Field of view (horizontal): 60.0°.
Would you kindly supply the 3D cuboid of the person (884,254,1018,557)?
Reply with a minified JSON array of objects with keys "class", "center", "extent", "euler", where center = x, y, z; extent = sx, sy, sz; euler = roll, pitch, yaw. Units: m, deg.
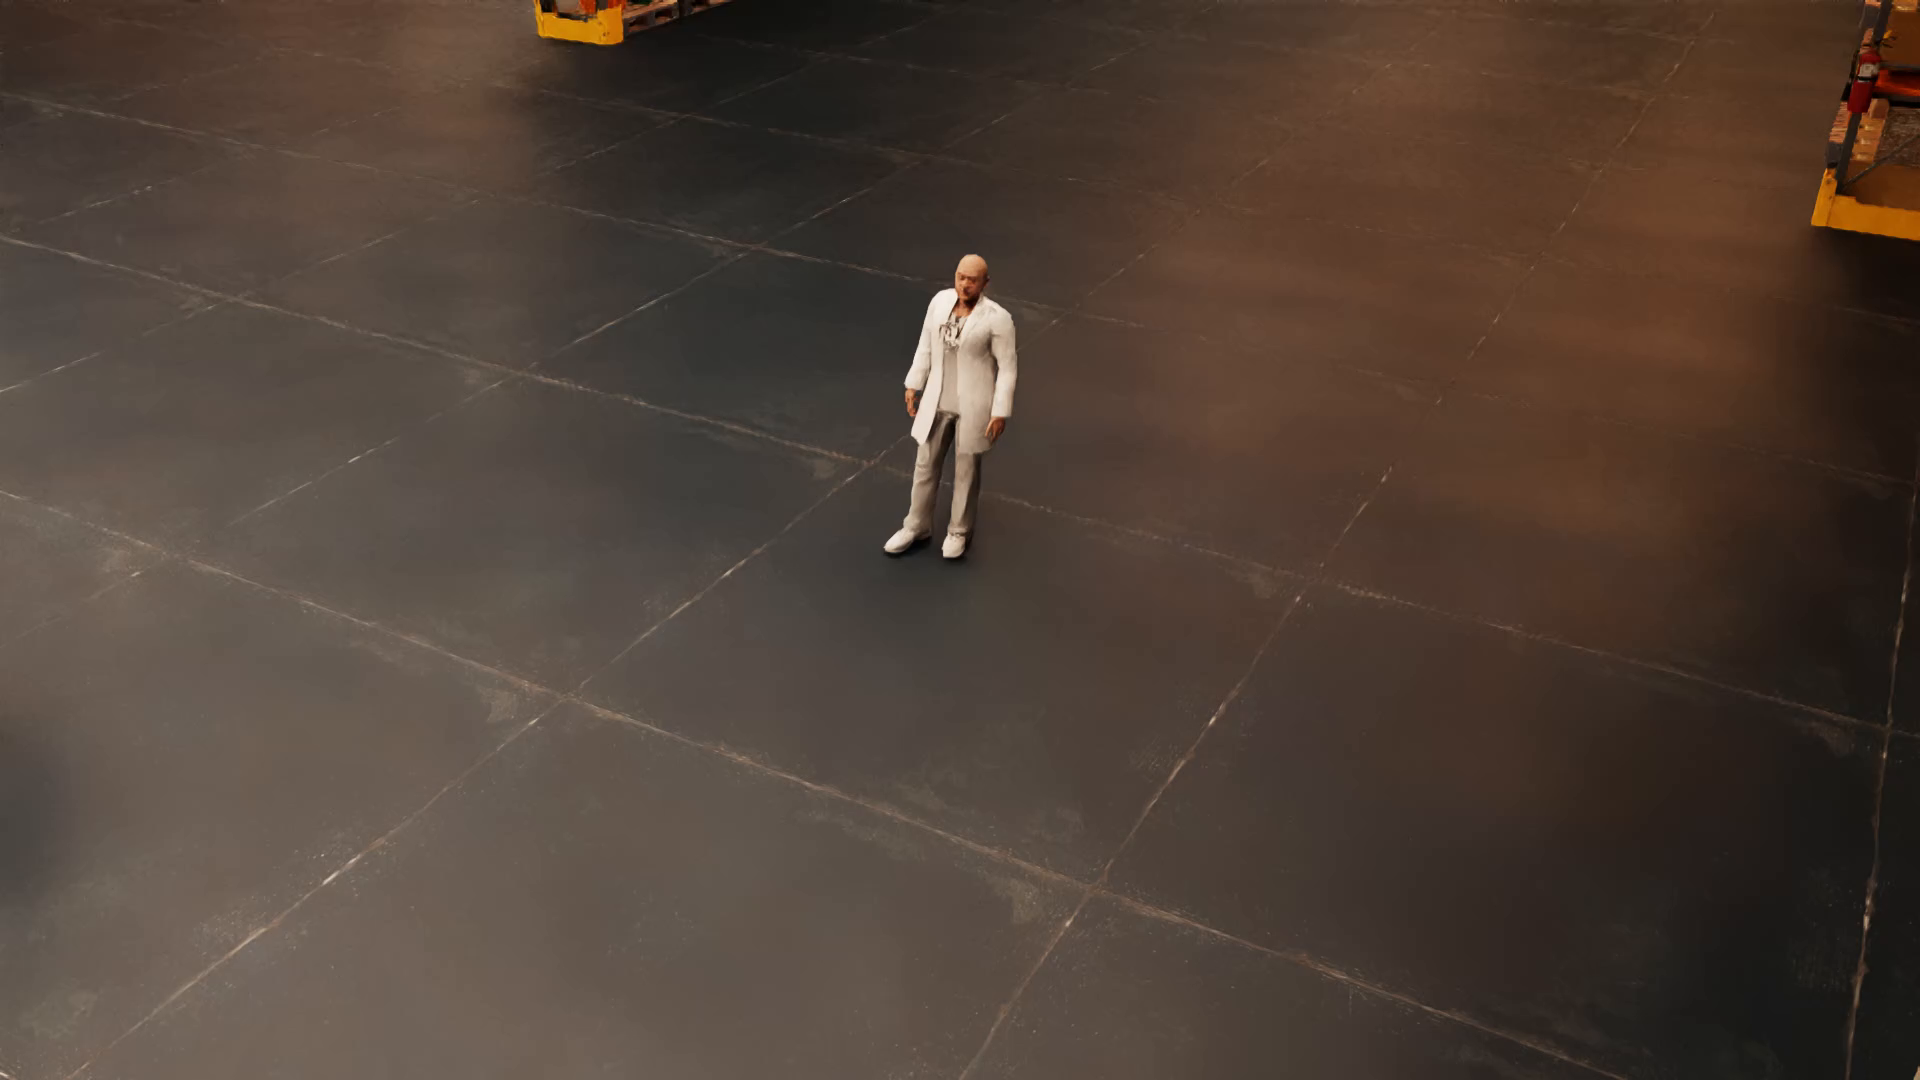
[{"class":"person","center":[-0.048,-0.737,9.488],"extent":[0.694,1.776,0.579],"euler":[15,33,25]}]
